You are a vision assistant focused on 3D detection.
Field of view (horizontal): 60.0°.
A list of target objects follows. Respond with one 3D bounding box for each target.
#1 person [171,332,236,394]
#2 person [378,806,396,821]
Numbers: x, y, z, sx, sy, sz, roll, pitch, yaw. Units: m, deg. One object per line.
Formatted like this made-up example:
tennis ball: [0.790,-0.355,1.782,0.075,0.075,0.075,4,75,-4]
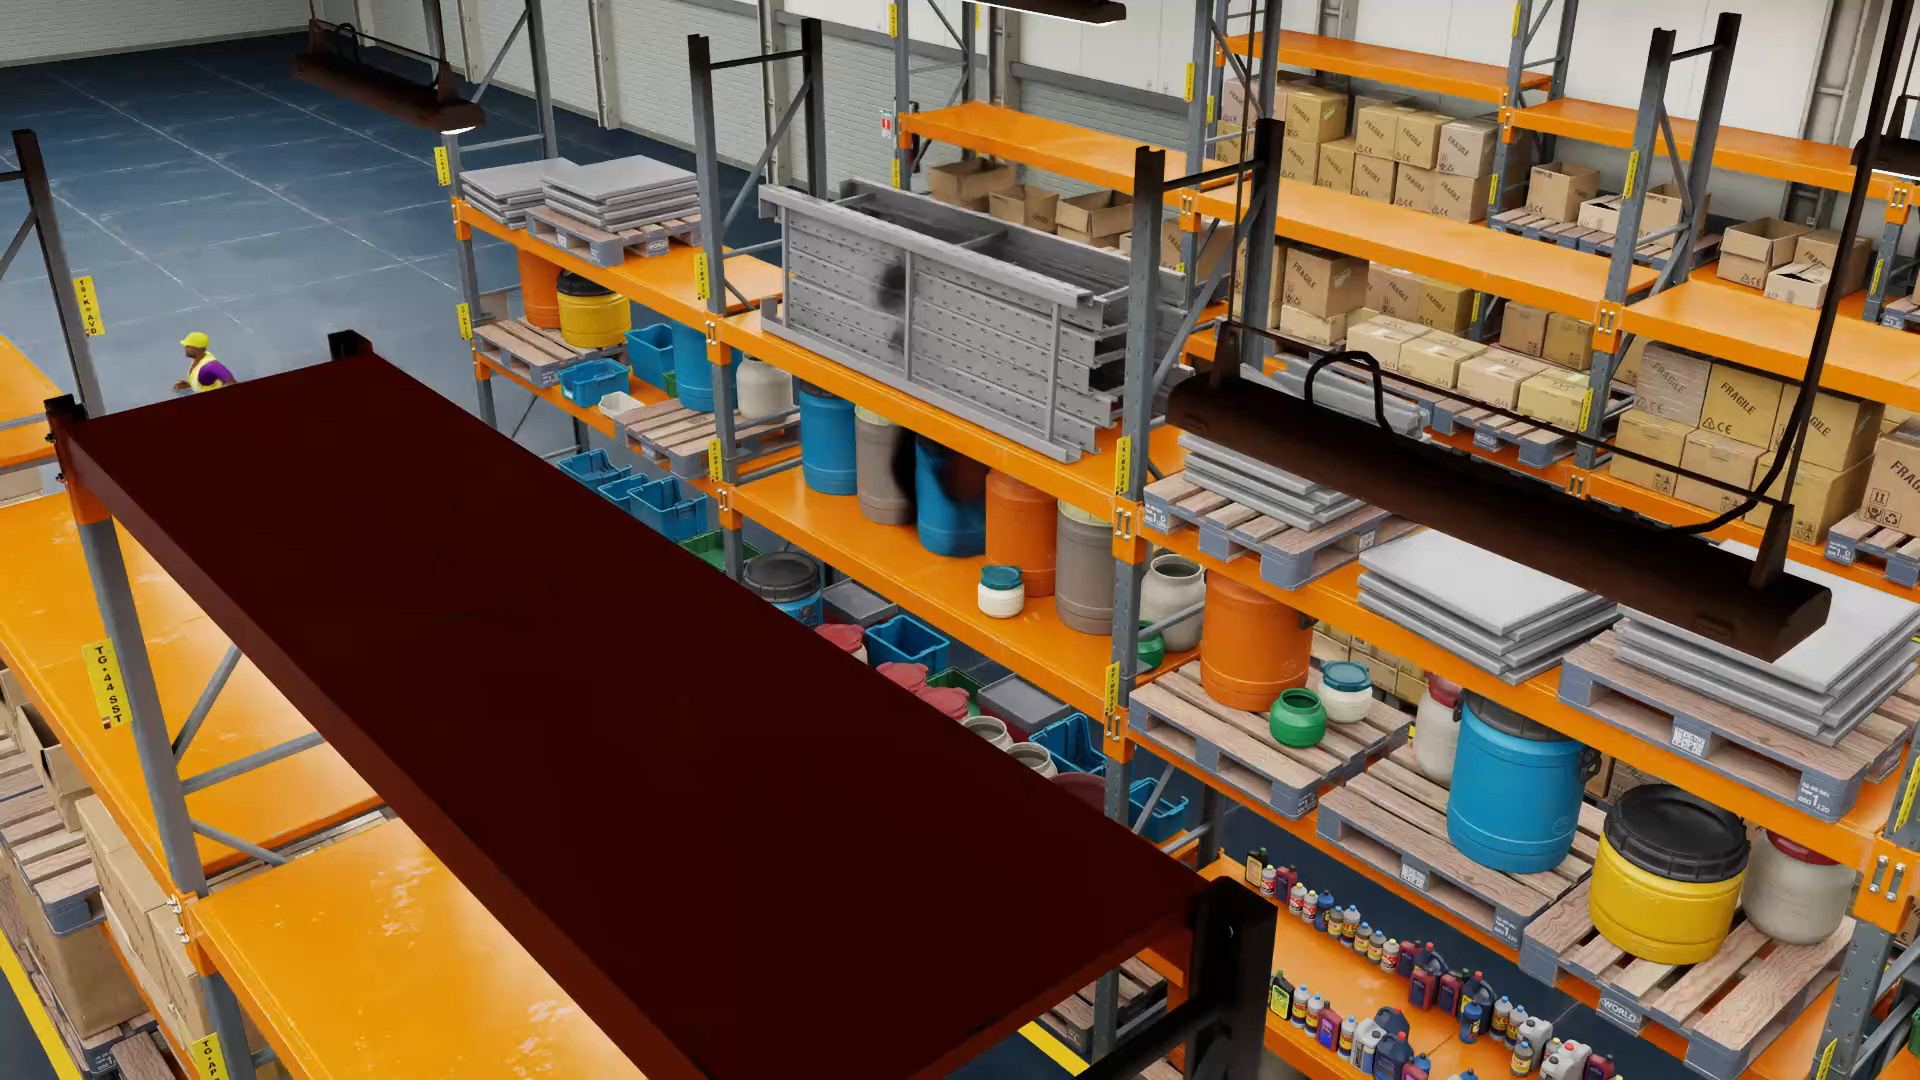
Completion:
person: [-8.311,-1.448,18.512,0.759,1.824,0.680,-10,29,-19]
person: [-4.064,1.817,12.046,0.628,1.784,0.692,-22,34,-36]
